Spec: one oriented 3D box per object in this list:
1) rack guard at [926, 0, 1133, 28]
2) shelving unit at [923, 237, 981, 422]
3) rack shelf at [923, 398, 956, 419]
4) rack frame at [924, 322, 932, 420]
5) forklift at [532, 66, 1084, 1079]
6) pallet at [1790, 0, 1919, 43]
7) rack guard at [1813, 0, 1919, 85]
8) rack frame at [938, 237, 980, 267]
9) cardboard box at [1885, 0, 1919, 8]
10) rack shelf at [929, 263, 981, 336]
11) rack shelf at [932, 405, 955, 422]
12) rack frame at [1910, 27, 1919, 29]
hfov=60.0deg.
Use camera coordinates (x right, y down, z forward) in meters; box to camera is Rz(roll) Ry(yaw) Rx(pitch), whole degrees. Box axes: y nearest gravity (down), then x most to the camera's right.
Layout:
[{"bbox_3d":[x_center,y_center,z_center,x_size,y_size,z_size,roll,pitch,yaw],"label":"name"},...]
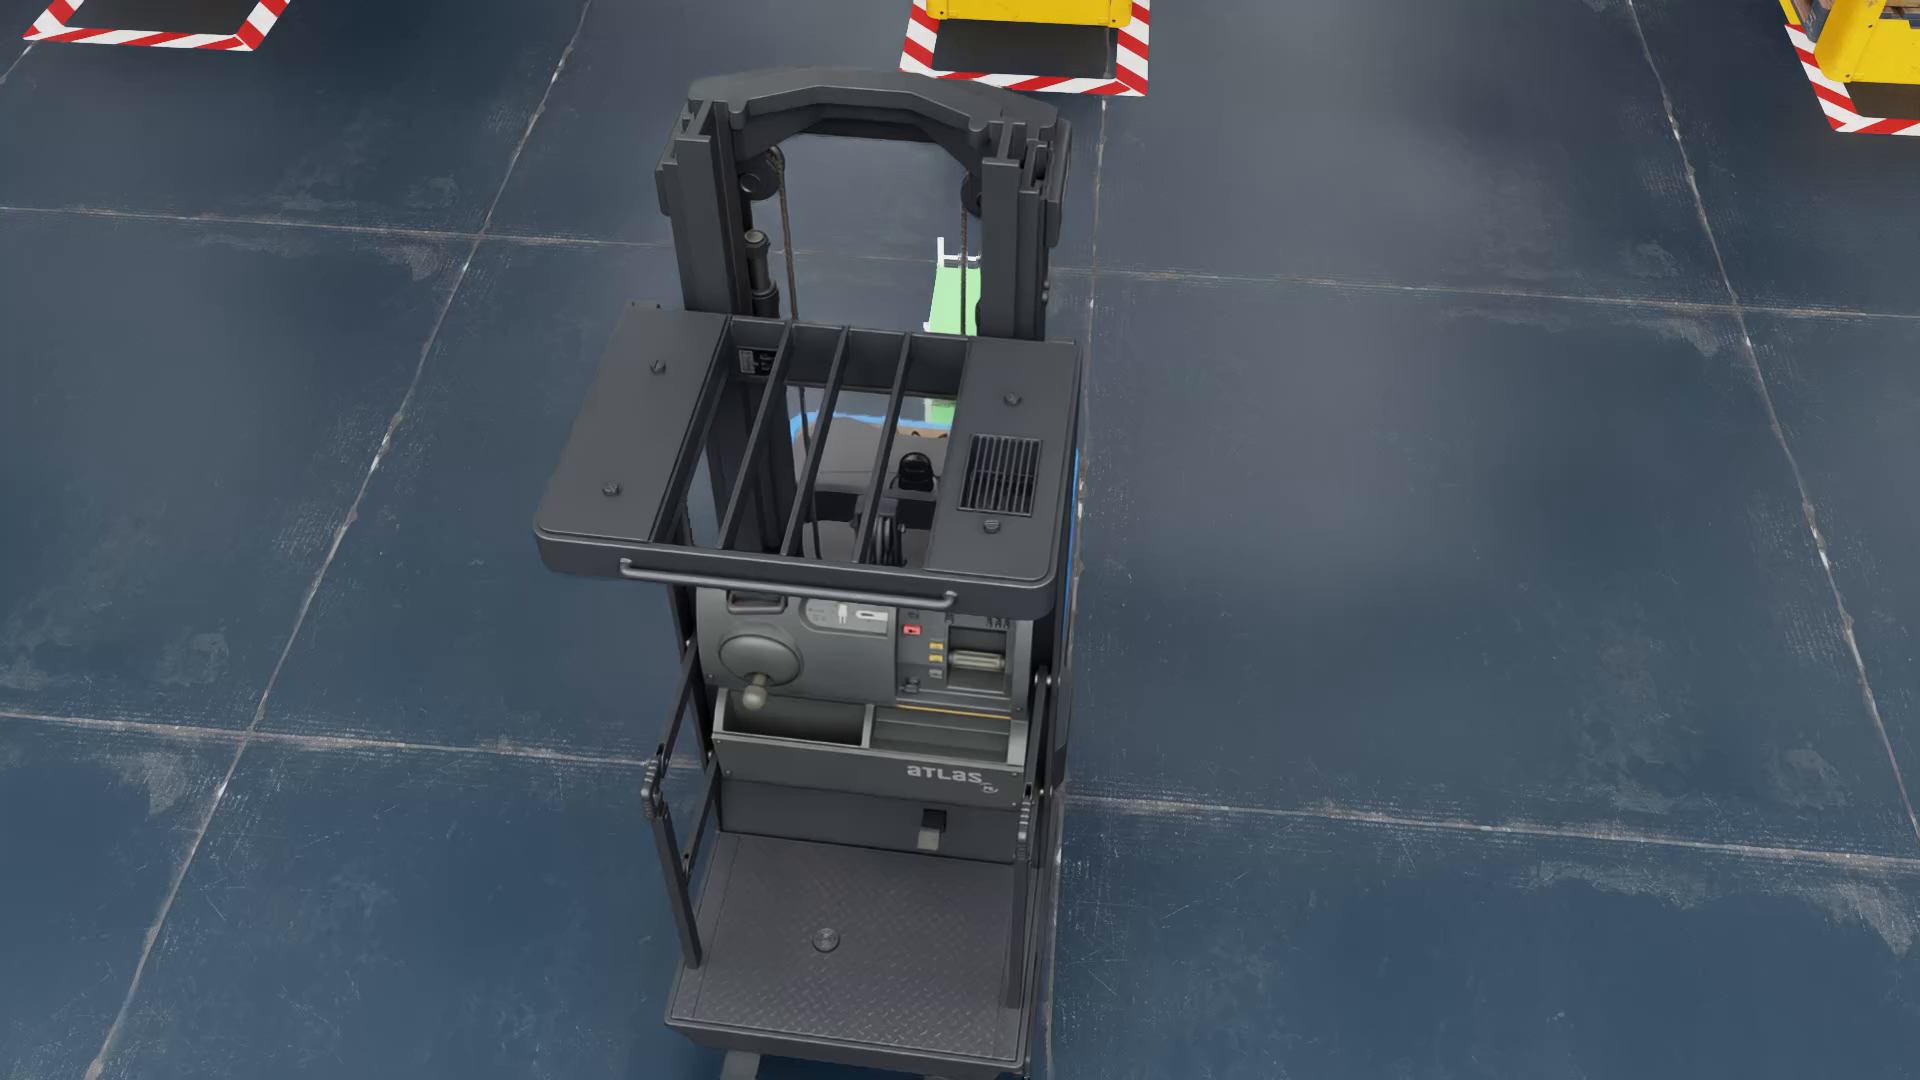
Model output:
[{"bbox_3d":[0.399,-3.237,9.398,1.175,0.500,0.348,4,48,4],"label":"rack guard"},{"bbox_3d":[0.015,-0.527,6.444,0.258,1.200,0.503,4,48,4],"label":"shelving unit"},{"bbox_3d":[0.015,-0.645,6.314,0.258,0.148,0.480,4,48,4],"label":"rack shelf"},{"bbox_3d":[-0.007,-0.347,6.280,0.240,1.200,0.015,4,48,4],"label":"rack frame"},{"bbox_3d":[-0.291,0.401,4.423,1.130,2.935,3.031,6,48,5],"label":"forklift"},{"bbox_3d":[5.317,-3.269,9.623,1.003,0.211,1.213,4,48,4],"label":"pallet"},{"bbox_3d":[5.320,-2.756,8.958,1.175,0.500,0.348,4,48,4],"label":"rack guard"},{"bbox_3d":[0.037,-0.706,6.608,0.240,1.200,0.015,4,48,4],"label":"rack frame"},{"bbox_3d":[5.318,-3.544,9.140,0.875,0.875,0.875,4,48,4],"label":"cardboard box"},{"bbox_3d":[0.015,-0.807,6.137,0.258,0.148,0.480,4,48,4],"label":"rack shelf"},{"bbox_3d":[0.015,-0.483,6.492,0.258,0.148,0.480,4,48,4],"label":"rack shelf"},{"bbox_3d":[5.322,-3.617,8.051,1.000,3.000,0.127,4,48,4],"label":"rack frame"}]
